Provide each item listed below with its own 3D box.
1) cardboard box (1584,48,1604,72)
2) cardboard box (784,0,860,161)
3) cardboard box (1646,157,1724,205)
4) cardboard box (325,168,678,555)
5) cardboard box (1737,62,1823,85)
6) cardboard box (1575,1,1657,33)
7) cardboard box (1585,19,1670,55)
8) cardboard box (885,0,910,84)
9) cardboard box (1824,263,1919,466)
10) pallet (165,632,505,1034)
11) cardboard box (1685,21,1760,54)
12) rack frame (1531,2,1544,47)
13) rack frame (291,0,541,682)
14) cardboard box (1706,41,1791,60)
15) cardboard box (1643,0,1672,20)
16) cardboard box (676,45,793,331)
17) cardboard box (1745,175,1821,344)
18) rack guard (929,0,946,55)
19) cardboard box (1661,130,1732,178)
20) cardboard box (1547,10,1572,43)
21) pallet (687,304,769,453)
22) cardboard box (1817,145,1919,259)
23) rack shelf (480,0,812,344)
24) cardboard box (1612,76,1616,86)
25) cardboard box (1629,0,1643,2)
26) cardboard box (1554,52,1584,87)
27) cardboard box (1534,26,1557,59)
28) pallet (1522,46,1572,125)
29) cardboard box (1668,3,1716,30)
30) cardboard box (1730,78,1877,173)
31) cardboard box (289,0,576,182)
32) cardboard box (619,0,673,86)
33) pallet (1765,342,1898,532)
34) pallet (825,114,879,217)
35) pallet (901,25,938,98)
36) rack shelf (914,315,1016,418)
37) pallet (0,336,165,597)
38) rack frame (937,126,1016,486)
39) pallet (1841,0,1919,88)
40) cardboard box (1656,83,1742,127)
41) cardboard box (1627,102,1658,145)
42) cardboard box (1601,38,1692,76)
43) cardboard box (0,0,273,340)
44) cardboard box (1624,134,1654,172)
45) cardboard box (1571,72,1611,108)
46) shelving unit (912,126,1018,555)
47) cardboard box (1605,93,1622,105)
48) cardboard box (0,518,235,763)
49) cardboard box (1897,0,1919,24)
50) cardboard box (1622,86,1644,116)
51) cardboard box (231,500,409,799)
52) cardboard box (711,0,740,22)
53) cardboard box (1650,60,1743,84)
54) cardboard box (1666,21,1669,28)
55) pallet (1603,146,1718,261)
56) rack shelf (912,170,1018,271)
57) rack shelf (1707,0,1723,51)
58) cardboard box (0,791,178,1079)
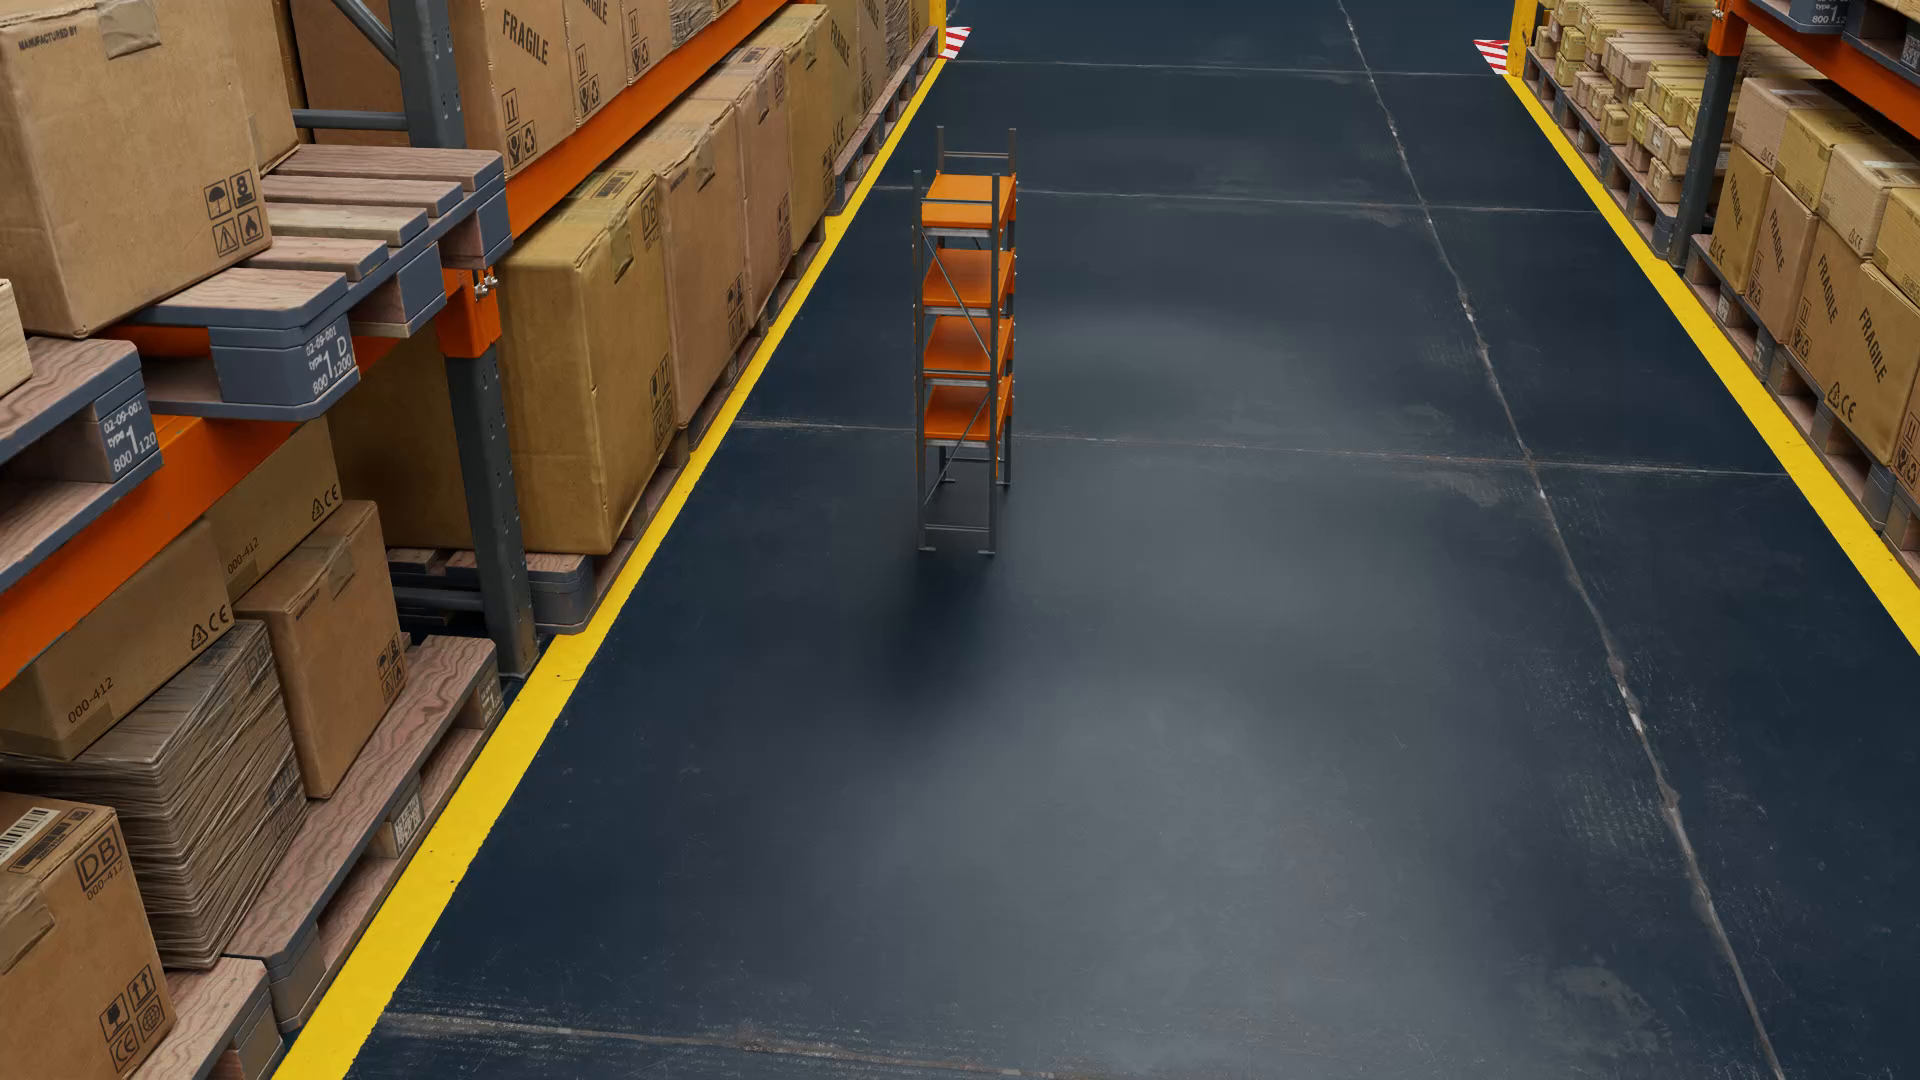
[{"bbox_3d":[3.788,-2.760,9.460,0.380,0.149,0.250,2,28,4],"label":"cardboard box"},{"bbox_3d":[-1.024,-2.430,8.396,0.875,0.875,0.875,3,28,6],"label":"cardboard box"},{"bbox_3d":[3.436,-1.673,7.756,0.380,0.149,0.250,4,29,7],"label":"cardboard box"},{"bbox_3d":[-1.569,-0.565,4.933,1.225,0.875,0.875,2,28,4],"label":"cardboard box"},{"bbox_3d":[4.058,-2.253,8.205,0.380,0.149,0.250,3,28,5],"label":"cardboard box"},{"bbox_3d":[3.794,-3.017,9.623,0.380,0.149,0.250,2,28,4],"label":"cardboard box"},{"bbox_3d":[3.673,-2.766,9.157,0.380,0.149,0.250,4,29,7],"label":"cardboard box"},{"bbox_3d":[-0.805,-3.273,9.960,0.875,0.875,0.875,3,28,6],"label":"cardboard box"},{"bbox_3d":[3.173,-0.559,5.318,0.500,0.500,0.500,2,28,4],"label":"cardboard box"},{"bbox_3d":[-1.772,0.604,3.907,1.003,0.211,1.213,3,28,6],"label":"pallet"},{"bbox_3d":[4.195,-2.740,9.109,0.380,0.149,0.250,2,28,4],"label":"cardboard box"},{"bbox_3d":[4.216,-4.422,10.295,1.000,3.000,0.127,3,28,6],"label":"rack frame"},{"bbox_3d":[-1.674,-0.992,3.928,1.000,3.000,0.127,3,28,6],"label":"rack frame"},{"bbox_3d":[4.121,-2.501,8.665,0.380,0.149,0.250,2,28,4],"label":"cardboard box"},{"bbox_3d":[4.315,-3.235,10.027,0.380,0.149,0.250,4,29,7],"label":"cardboard box"},{"bbox_3d":[-1.351,-1.401,6.485,1.225,0.875,0.875,2,28,4],"label":"cardboard box"},{"bbox_3d":[3.309,-1.042,6.214,0.500,0.500,0.500,5,29,8],"label":"cardboard box"},{"bbox_3d":[-0.691,-3.668,11.532,1.175,0.500,0.348,3,28,6],"label":"rack guard"},{"bbox_3d":[3.449,-1.766,7.615,0.380,0.149,0.250,4,29,7],"label":"cardboard box"},{"bbox_3d":[3.808,-3.125,10.138,0.380,0.149,0.250,3,28,6],"label":"cardboard box"},{"bbox_3d":[-1.351,-0.704,6.333,1.003,0.211,1.213,3,28,6],"label":"pallet"},{"bbox_3d":[3.244,-1.130,5.587,0.500,0.250,0.500,4,29,8],"label":"cardboard box"},{"bbox_3d":[-1.429,-1.616,5.846,1.077,0.370,4.000,3,28,6],"label":"rack shelf"},{"bbox_3d":[3.753,-2.503,8.983,0.380,0.149,0.250,5,29,9],"label":"cardboard box"},{"bbox_3d":[3.900,-3.250,10.055,0.380,0.149,0.250,4,29,7],"label":"cardboard box"},{"bbox_3d":[3.720,-2.764,9.781,0.380,0.149,0.250,4,29,7],"label":"cardboard box"},{"bbox_3d":[3.834,-3.123,10.448,0.380,0.149,0.250,4,29,7],"label":"cardboard box"},{"bbox_3d":[4.072,-2.778,10.184,1.003,0.211,1.213,3,28,6],"label":"pallet"},{"bbox_3d":[4.315,-2.987,9.568,0.380,0.149,0.250,2,28,4],"label":"cardboard box"},{"bbox_3d":[3.373,-1.621,6.498,0.500,0.250,0.500,2,28,4],"label":"cardboard box"},{"bbox_3d":[-1.345,-1.249,4.300,0.500,0.500,0.500,4,29,8],"label":"cardboard box"},{"bbox_3d":[-1.225,-1.733,5.199,0.500,0.500,0.500,3,28,5],"label":"cardboard box"},{"bbox_3d":[3.485,-0.369,5.712,1.003,0.211,1.213,3,28,6],"label":"pallet"},{"bbox_3d":[-1.013,-2.000,8.741,1.003,0.211,1.213,3,28,6],"label":"pallet"},{"bbox_3d":[-0.714,-3.149,10.872,1.003,0.211,1.213,3,28,6],"label":"pallet"},{"bbox_3d":[0.020,-0.547,5.142,0.258,0.148,0.480,3,28,6],"label":"rack shelf"},{"bbox_3d":[-1.876,0.027,2.240,1.003,0.211,1.213,3,28,6],"label":"pallet"},{"bbox_3d":[0.050,-0.721,5.323,0.240,1.200,0.015,3,28,6],"label":"rack frame"},{"bbox_3d":[3.438,-1.506,5.084,1.003,0.211,1.213,3,28,6],"label":"pallet"},{"bbox_3d":[3.503,-2.036,7.802,0.380,0.149,0.250,4,29,7],"label":"cardboard box"},{"bbox_3d":[3.485,-2.022,8.089,0.380,0.149,0.250,2,28,4],"label":"cardboard box"},{"bbox_3d":[3.598,-2.531,8.722,0.380,0.149,0.250,2,28,4],"label":"cardboard box"},{"bbox_3d":[-1.670,-0.696,2.830,0.700,0.500,0.500,8,29,14],"label":"cardboard box"},{"bbox_3d":[3.519,-1.919,8.212,0.380,0.149,0.250,2,28,5],"label":"cardboard box"},{"bbox_3d":[3.666,-2.526,9.340,0.380,0.149,0.250,2,28,4],"label":"cardboard box"},{"bbox_3d":[0.020,-0.606,5.110,0.258,1.200,0.503,3,28,6],"label":"shelving unit"},{"bbox_3d":[3.661,-2.279,8.881,0.380,0.149,0.250,4,29,7],"label":"cardboard box"},{"bbox_3d":[-1.782,0.152,3.186,0.500,0.250,0.500,7,29,12],"label":"cardboard box"},{"bbox_3d":[3.002,-1.593,4.866,0.380,0.149,0.250,4,29,8],"label":"cardboard box"},{"bbox_3d":[3.625,-2.255,8.523,0.380,0.149,0.250,4,29,7],"label":"cardboard box"},{"bbox_3d":[-1.737,0.232,3.829,0.700,0.500,0.500,2,28,4],"label":"cardboard box"},{"bbox_3d":[-1.095,-2.204,6.073,0.500,0.500,0.500,3,28,6],"label":"cardboard box"},{"bbox_3d":[3.636,-2.271,8.238,0.380,0.149,0.250,4,29,8],"label":"cardboard box"},{"bbox_3d":[4.373,-2.973,9.855,0.380,0.149,0.250,2,28,4],"label":"cardboard box"},{"bbox_3d":[3.773,-1.629,8.052,1.003,0.211,1.213,3,28,6],"label":"pallet"},{"bbox_3d":[0.020,-0.952,4.924,0.258,0.148,0.480,3,28,6],"label":"rack shelf"},{"bbox_3d":[3.971,-3.164,8.718,1.077,0.370,4.000,3,28,6],"label":"rack shelf"},{"bbox_3d":[-1.855,0.761,2.847,0.700,0.500,0.500,6,29,10],"label":"cardboard box"}]
